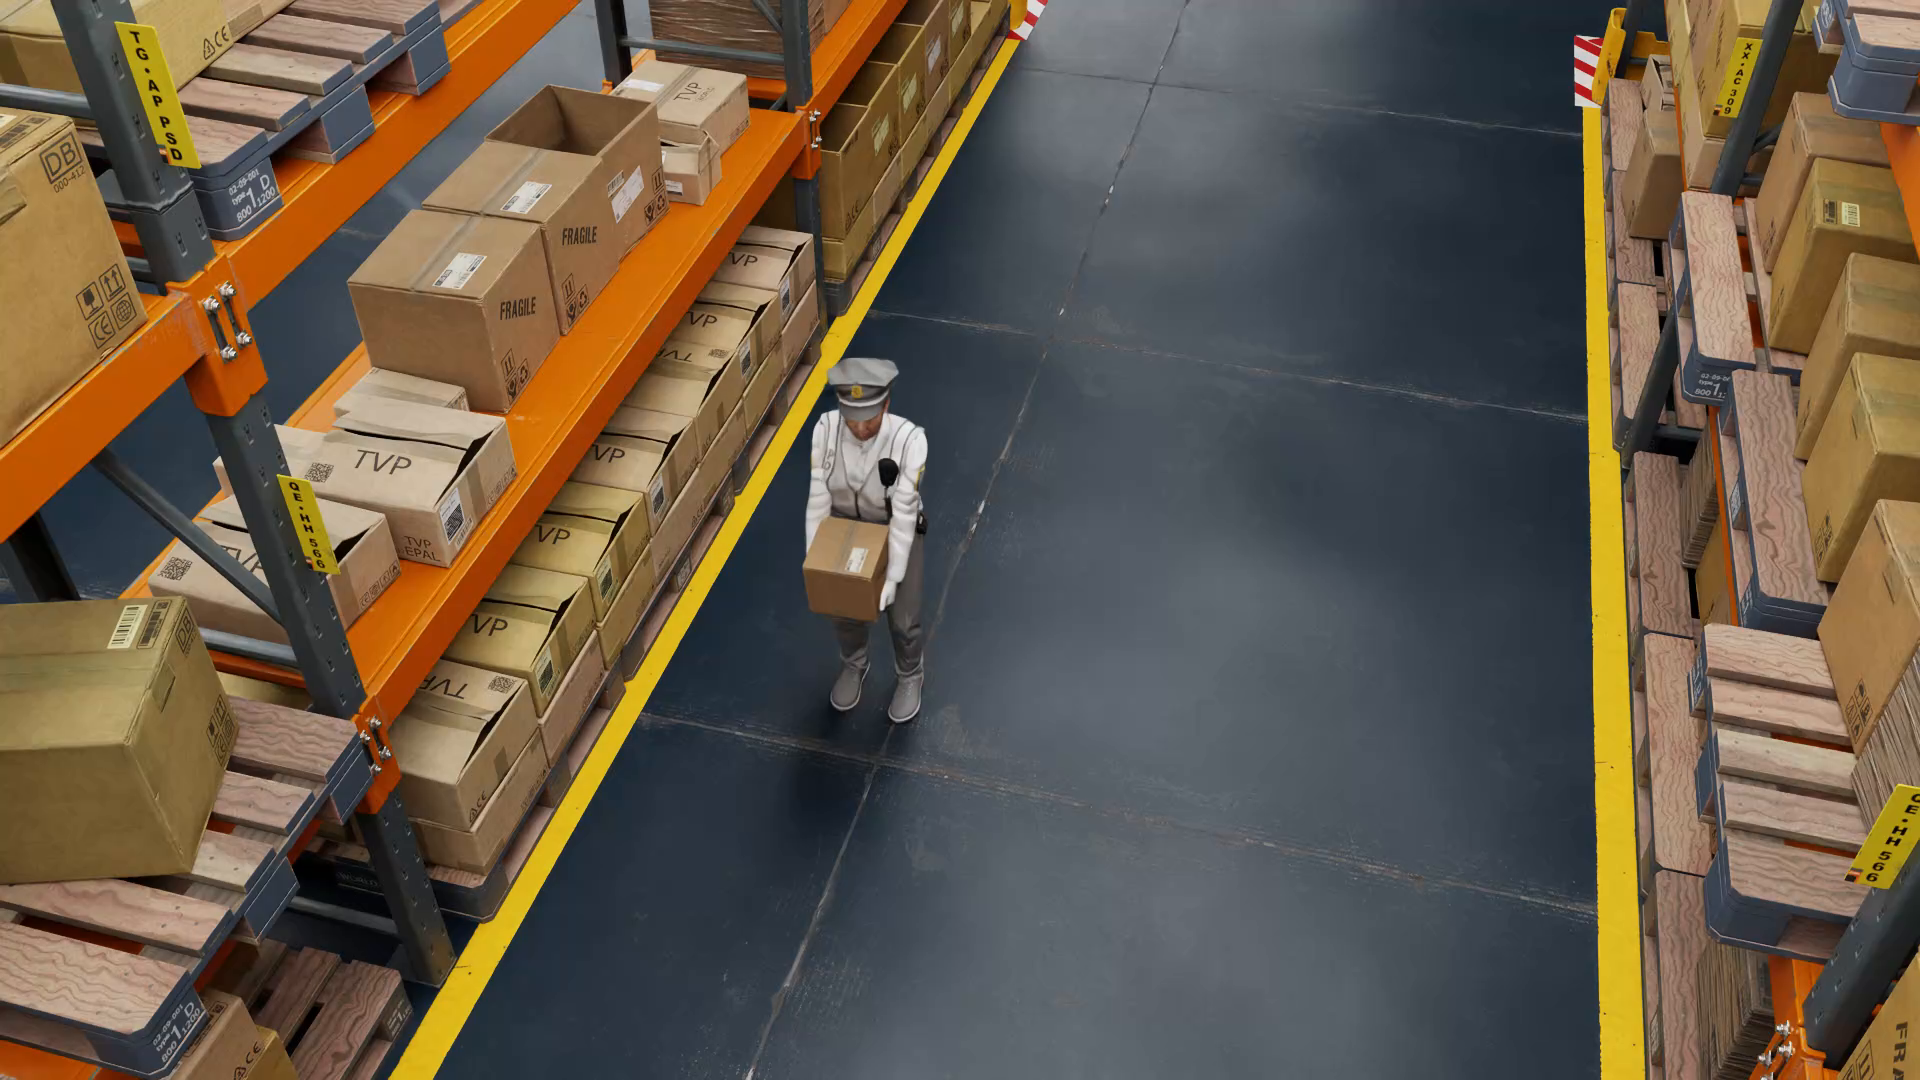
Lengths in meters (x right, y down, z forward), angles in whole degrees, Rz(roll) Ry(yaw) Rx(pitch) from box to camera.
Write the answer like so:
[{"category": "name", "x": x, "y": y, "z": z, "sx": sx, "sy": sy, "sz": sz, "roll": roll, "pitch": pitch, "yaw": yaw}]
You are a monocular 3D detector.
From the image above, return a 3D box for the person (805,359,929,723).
[{"category": "person", "x": -0.331, "y": 0.042, "z": 6.117, "sx": 0.416, "sy": 1.663, "sz": 0.544, "roll": 9, "pitch": 42, "yaw": 10}]
